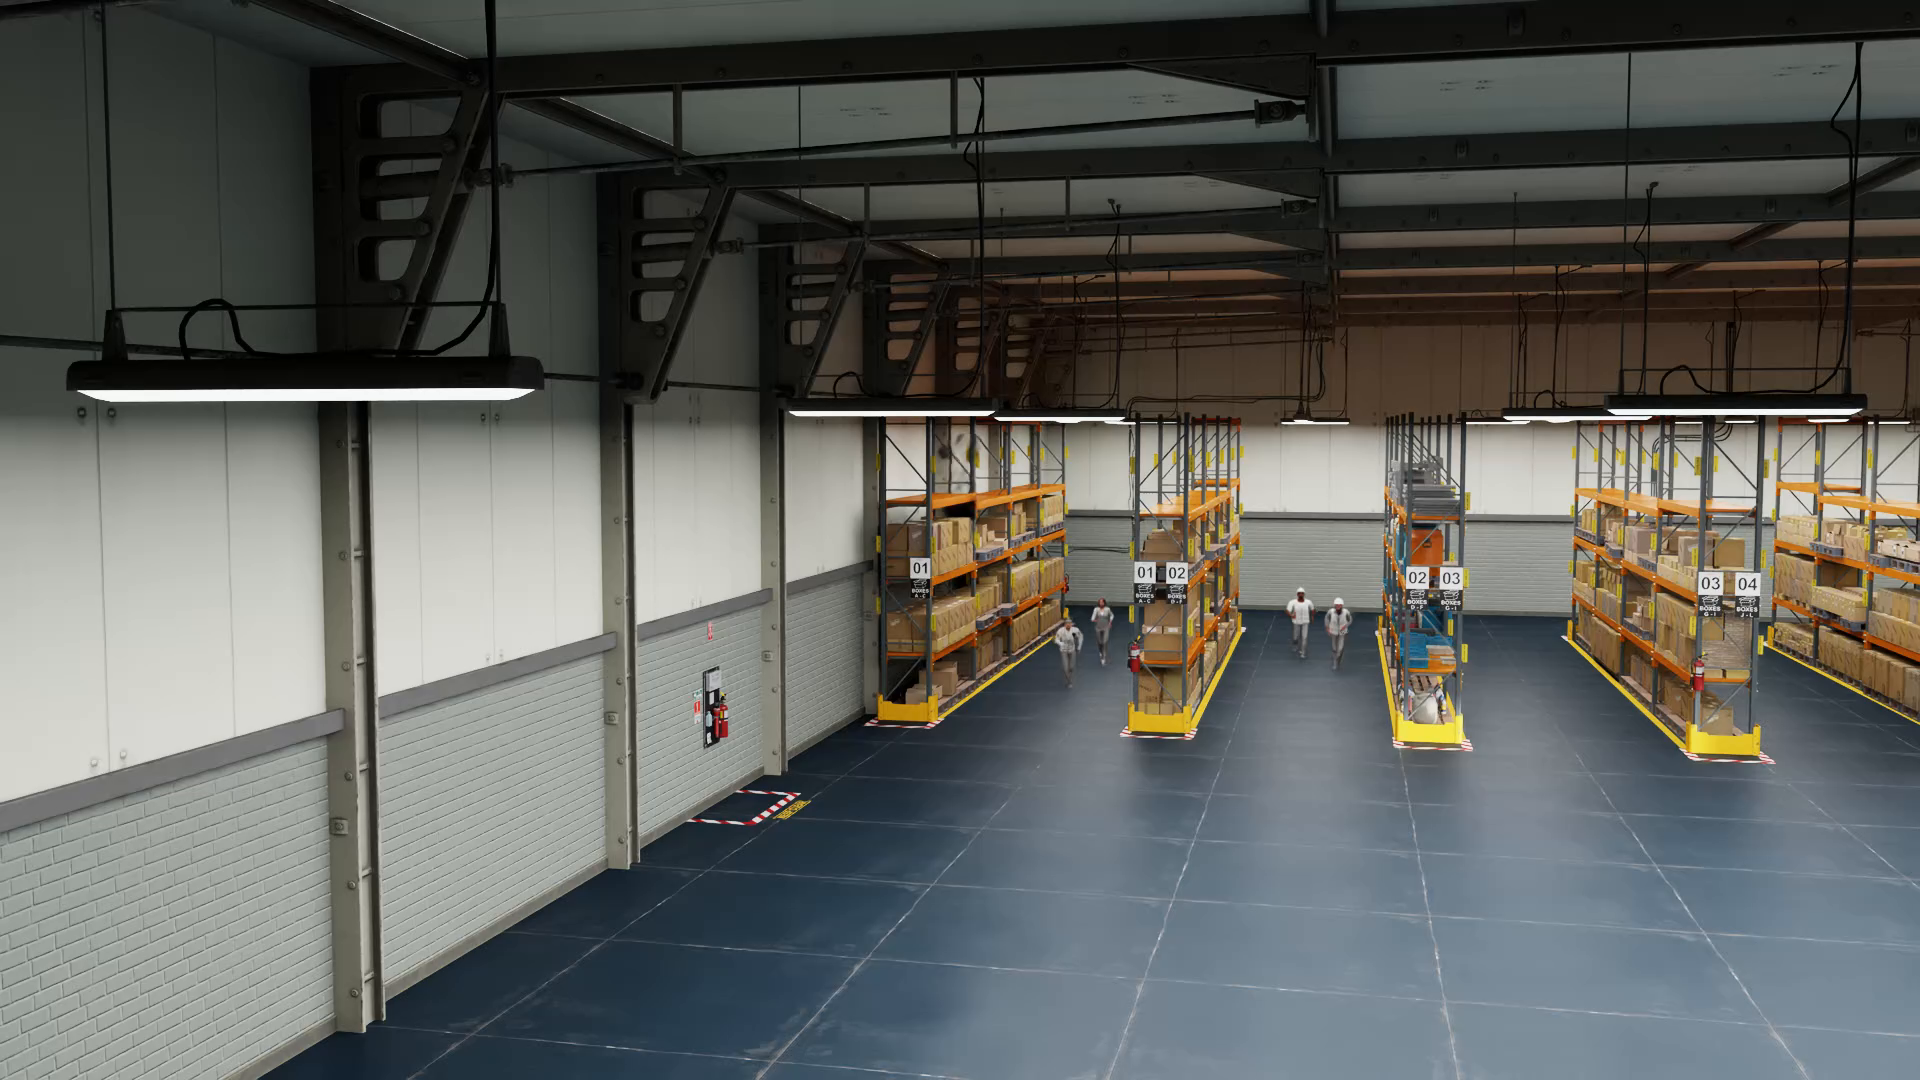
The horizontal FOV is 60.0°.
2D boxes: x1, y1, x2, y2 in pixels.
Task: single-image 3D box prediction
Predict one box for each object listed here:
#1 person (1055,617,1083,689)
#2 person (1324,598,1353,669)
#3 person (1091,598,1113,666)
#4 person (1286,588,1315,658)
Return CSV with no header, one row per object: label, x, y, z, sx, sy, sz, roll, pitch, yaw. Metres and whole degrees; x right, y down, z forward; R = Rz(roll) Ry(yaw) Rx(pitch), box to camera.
person,2.391,2.466,36.453,0.604,1.616,0.671,0,4,7
person,8.996,2.218,39.542,0.651,1.708,0.761,1,4,11
person,3.435,2.193,40.228,0.537,1.609,0.875,1,4,7
person,8.481,2.060,41.406,0.695,1.733,0.791,0,4,6
